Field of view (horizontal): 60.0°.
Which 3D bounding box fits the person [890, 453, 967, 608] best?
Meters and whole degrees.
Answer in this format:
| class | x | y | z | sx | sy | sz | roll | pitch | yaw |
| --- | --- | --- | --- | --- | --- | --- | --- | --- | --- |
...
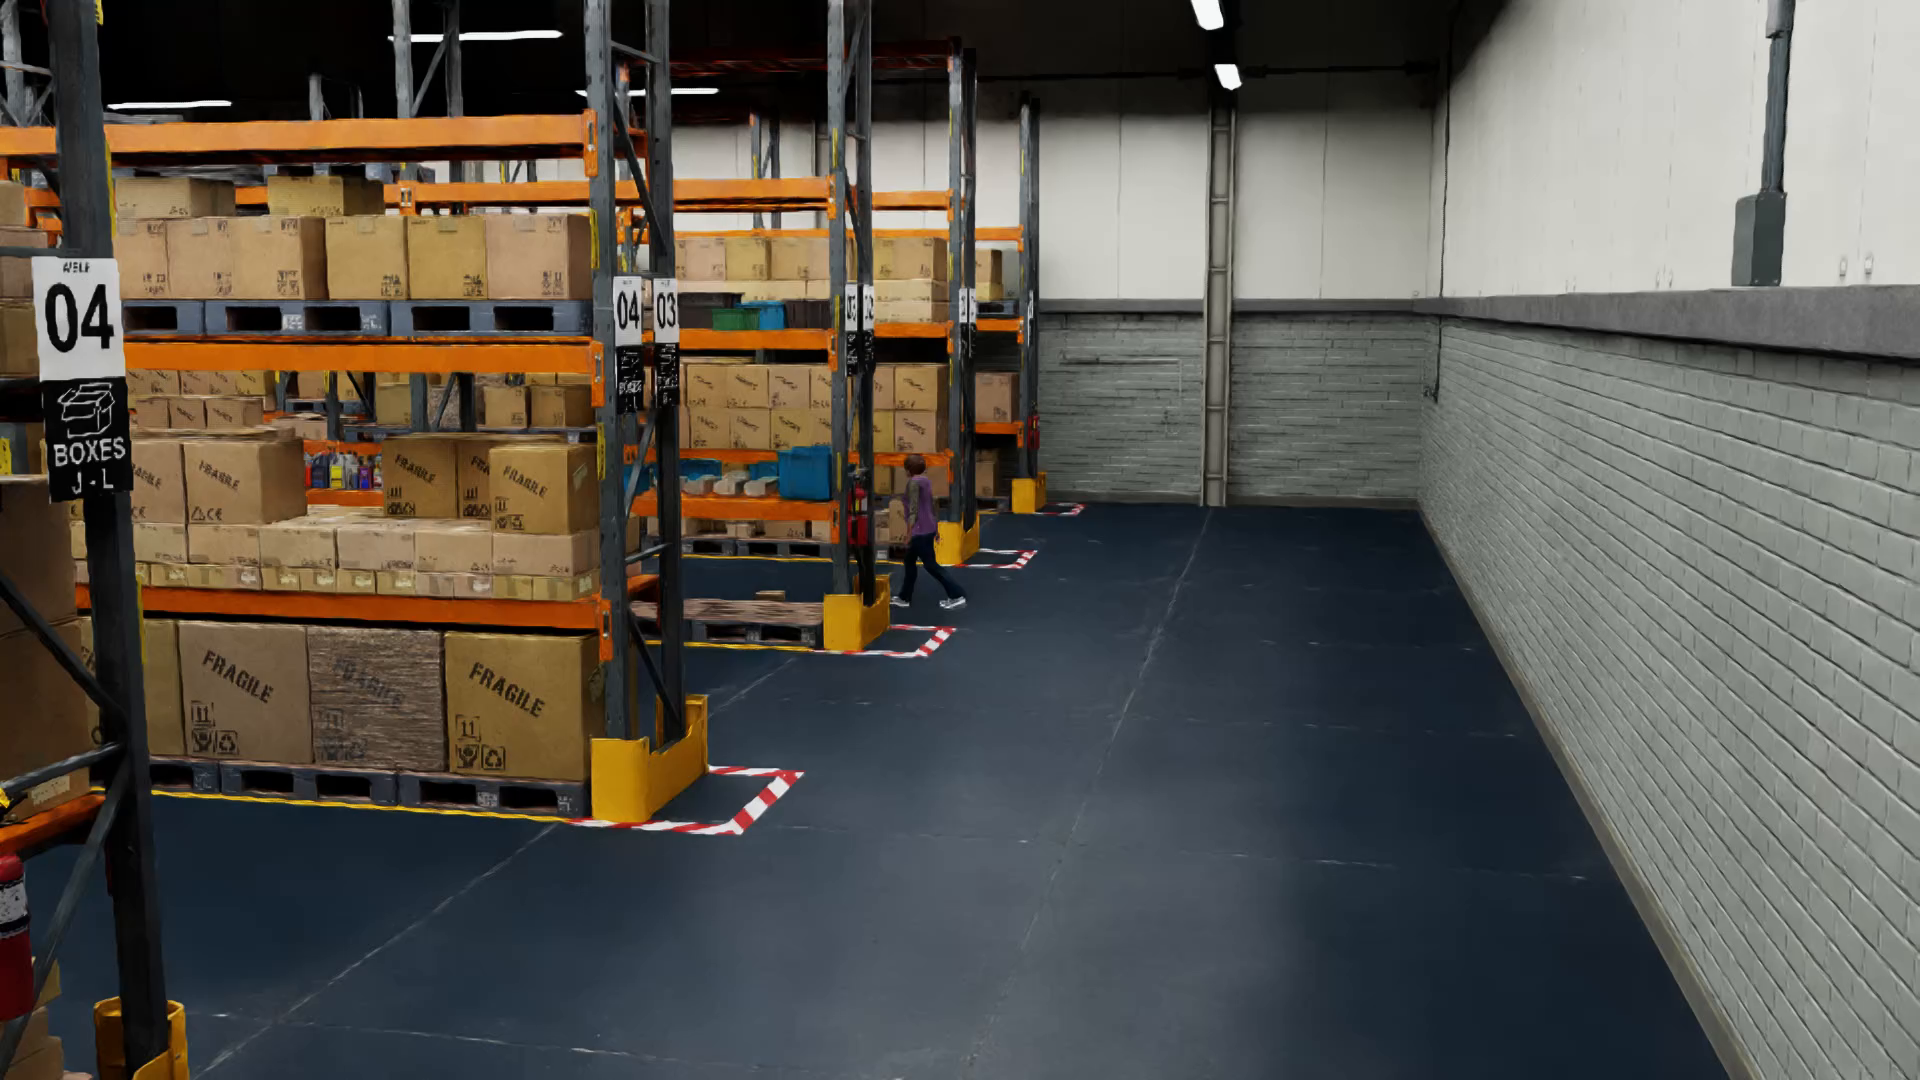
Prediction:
| class | x | y | z | sx | sy | sz | roll | pitch | yaw |
| --- | --- | --- | --- | --- | --- | --- | --- | --- | --- |
| person | -0.365 | -0.081 | 16.414 | 0.904 | 1.550 | 0.426 | 2 | 9 | 16 |
